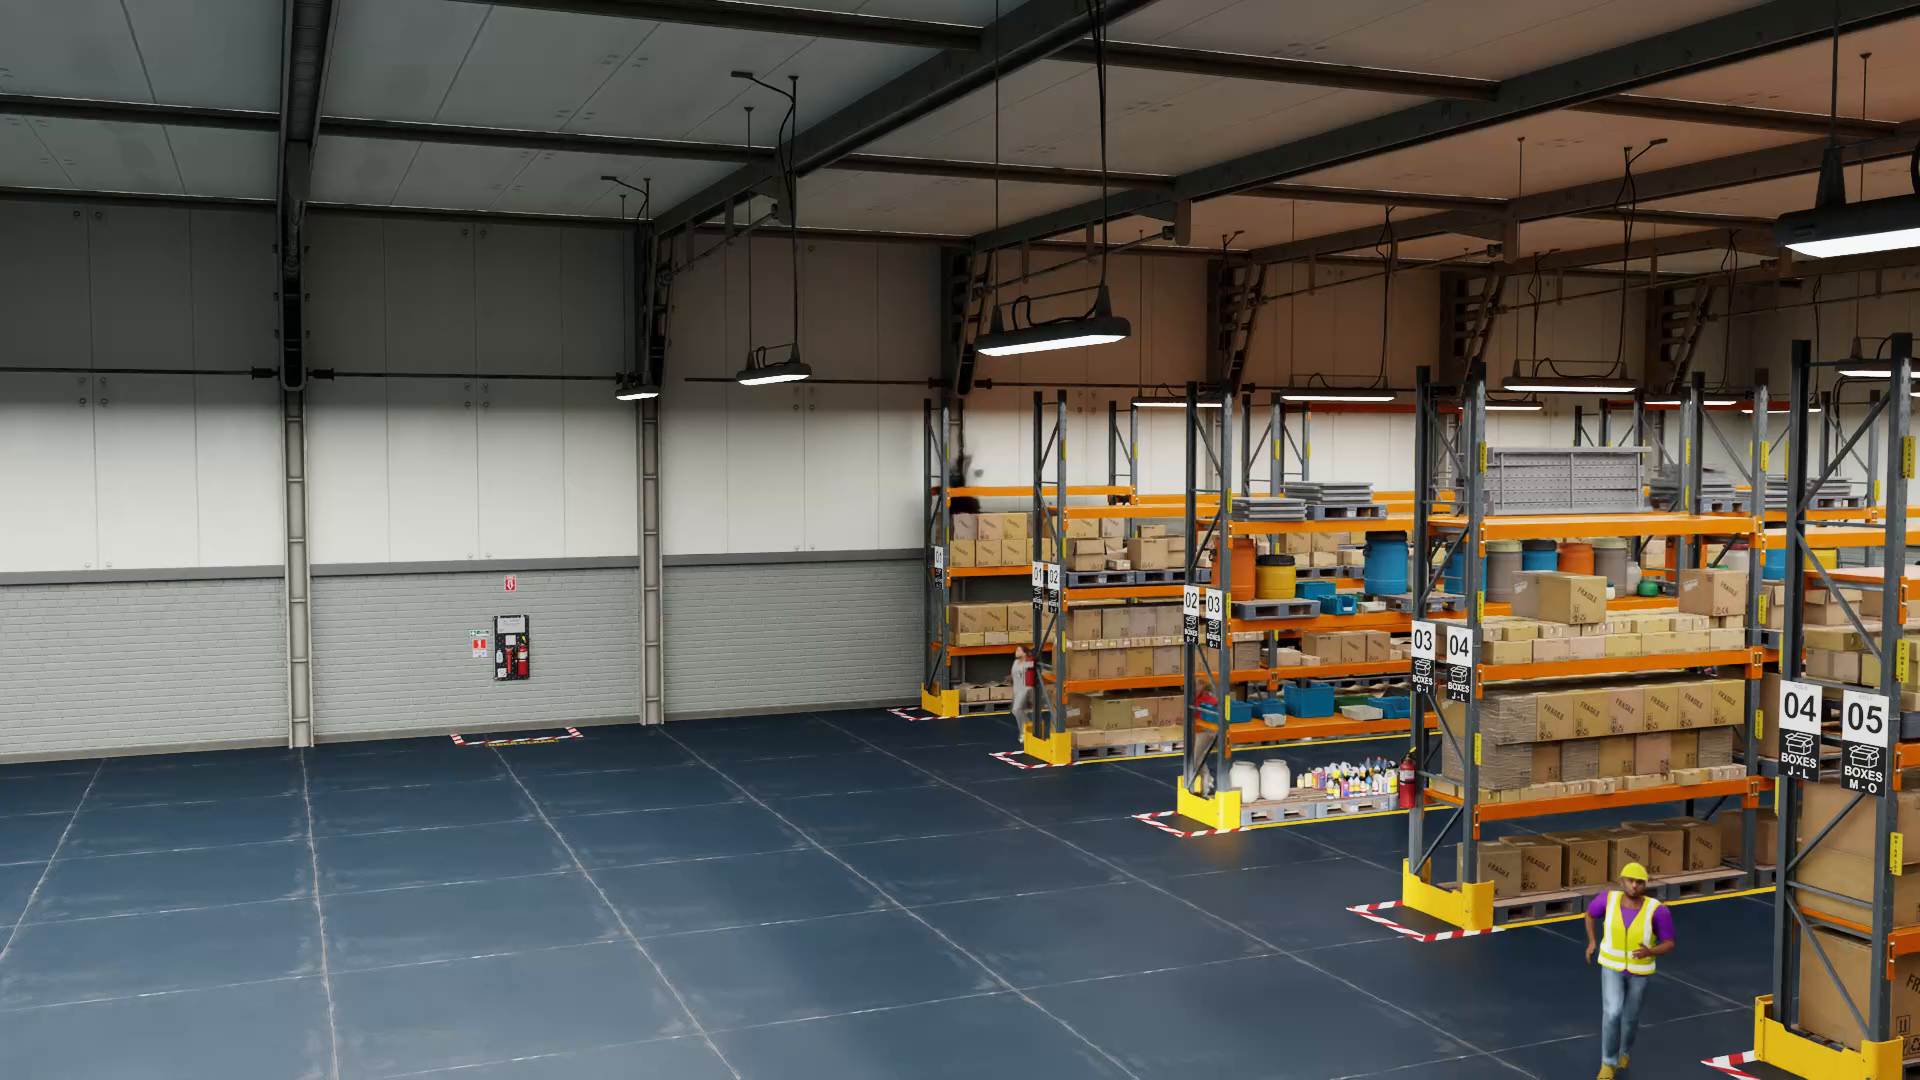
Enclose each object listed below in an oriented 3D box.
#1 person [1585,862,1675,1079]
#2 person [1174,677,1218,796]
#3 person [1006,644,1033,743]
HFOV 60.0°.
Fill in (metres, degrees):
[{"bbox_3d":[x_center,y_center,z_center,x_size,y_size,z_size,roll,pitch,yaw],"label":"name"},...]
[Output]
[{"bbox_3d":[5.404,3.485,13.445,0.683,1.785,0.669,1,4,21],"label":"person"},{"bbox_3d":[3.478,2.891,24.375,0.702,1.760,0.693,-2,4,-28],"label":"person"},{"bbox_3d":[1.067,2.652,28.680,0.648,1.703,0.565,-3,4,-38],"label":"person"}]
